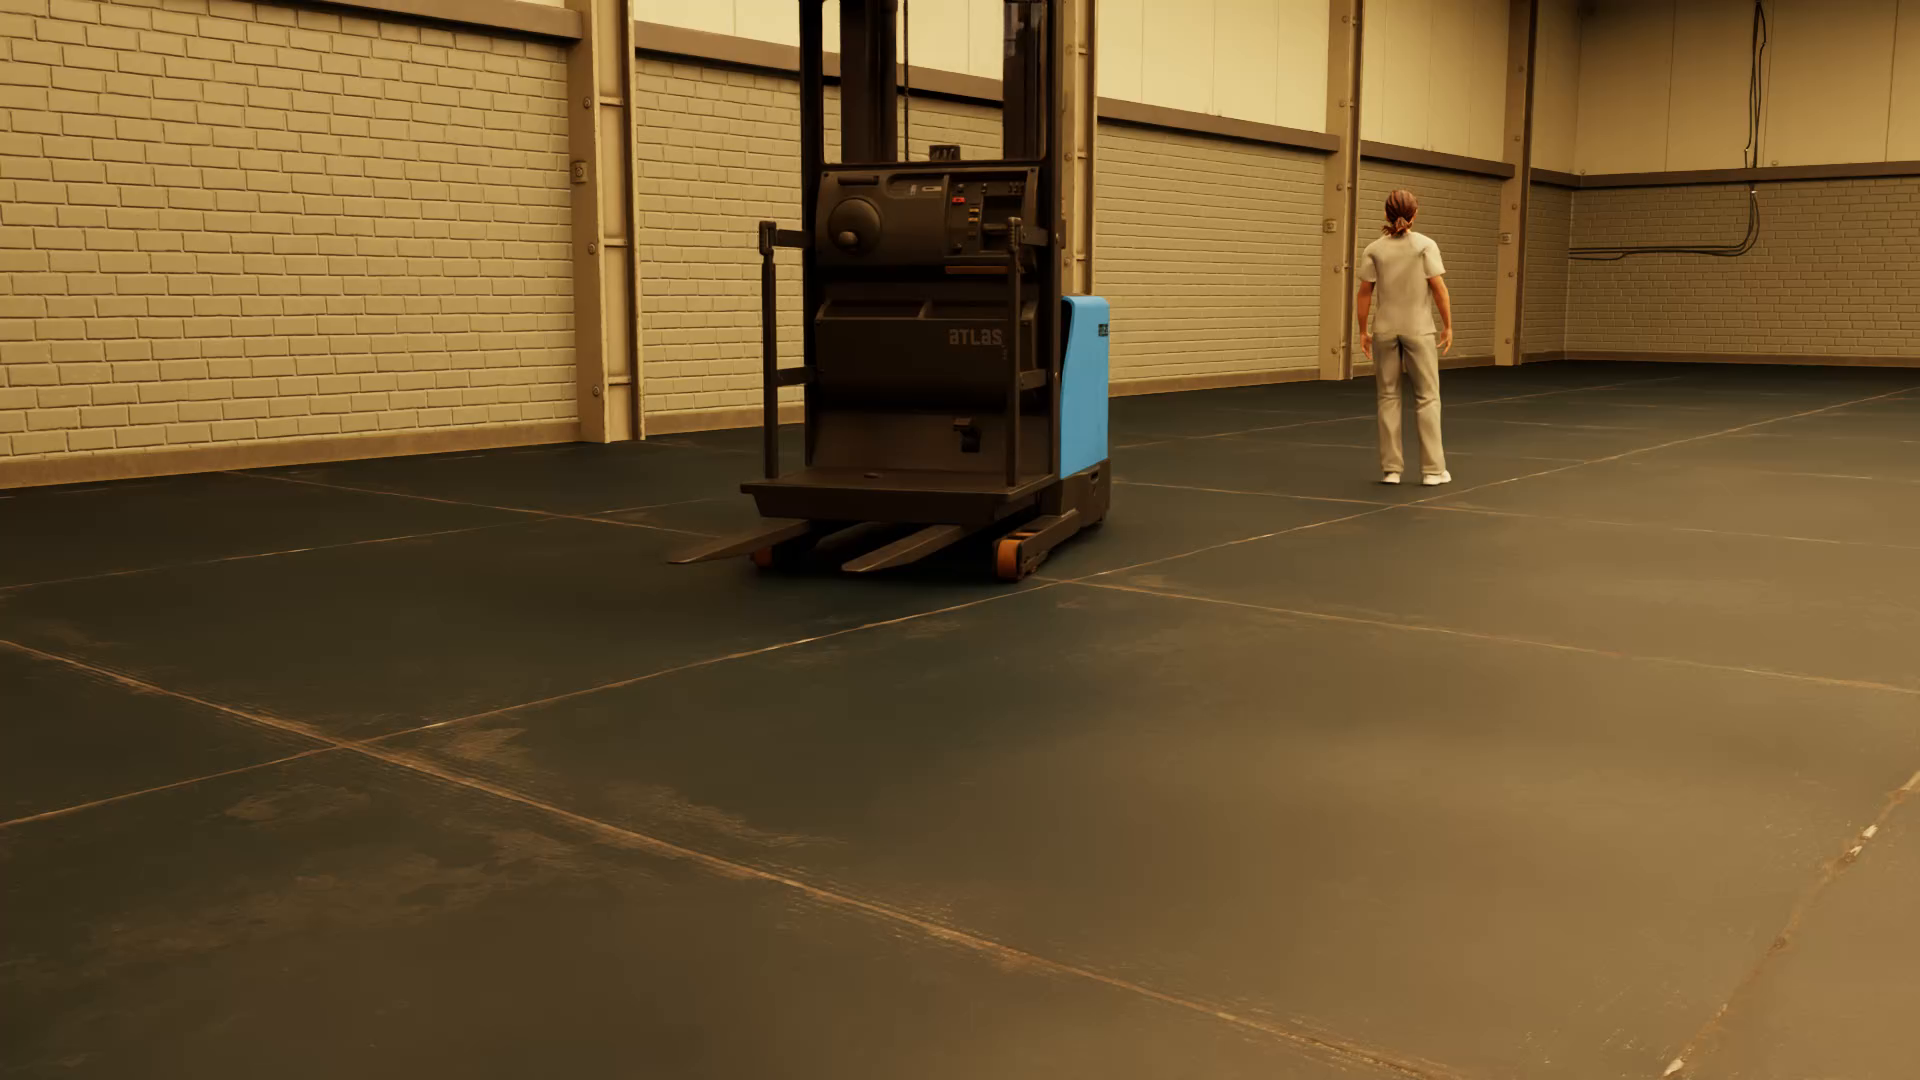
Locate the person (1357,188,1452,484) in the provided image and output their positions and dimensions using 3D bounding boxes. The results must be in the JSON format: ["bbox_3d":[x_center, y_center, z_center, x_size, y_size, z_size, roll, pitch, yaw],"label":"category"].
[{"bbox_3d":[2.550,-1.156,9.525,0.526,1.684,0.512,4,9,27],"label":"person"}]

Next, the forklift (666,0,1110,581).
[{"bbox_3d":[-0.198,-1.355,6.545,1.130,2.935,3.031,3,9,17],"label":"forklift"}]
